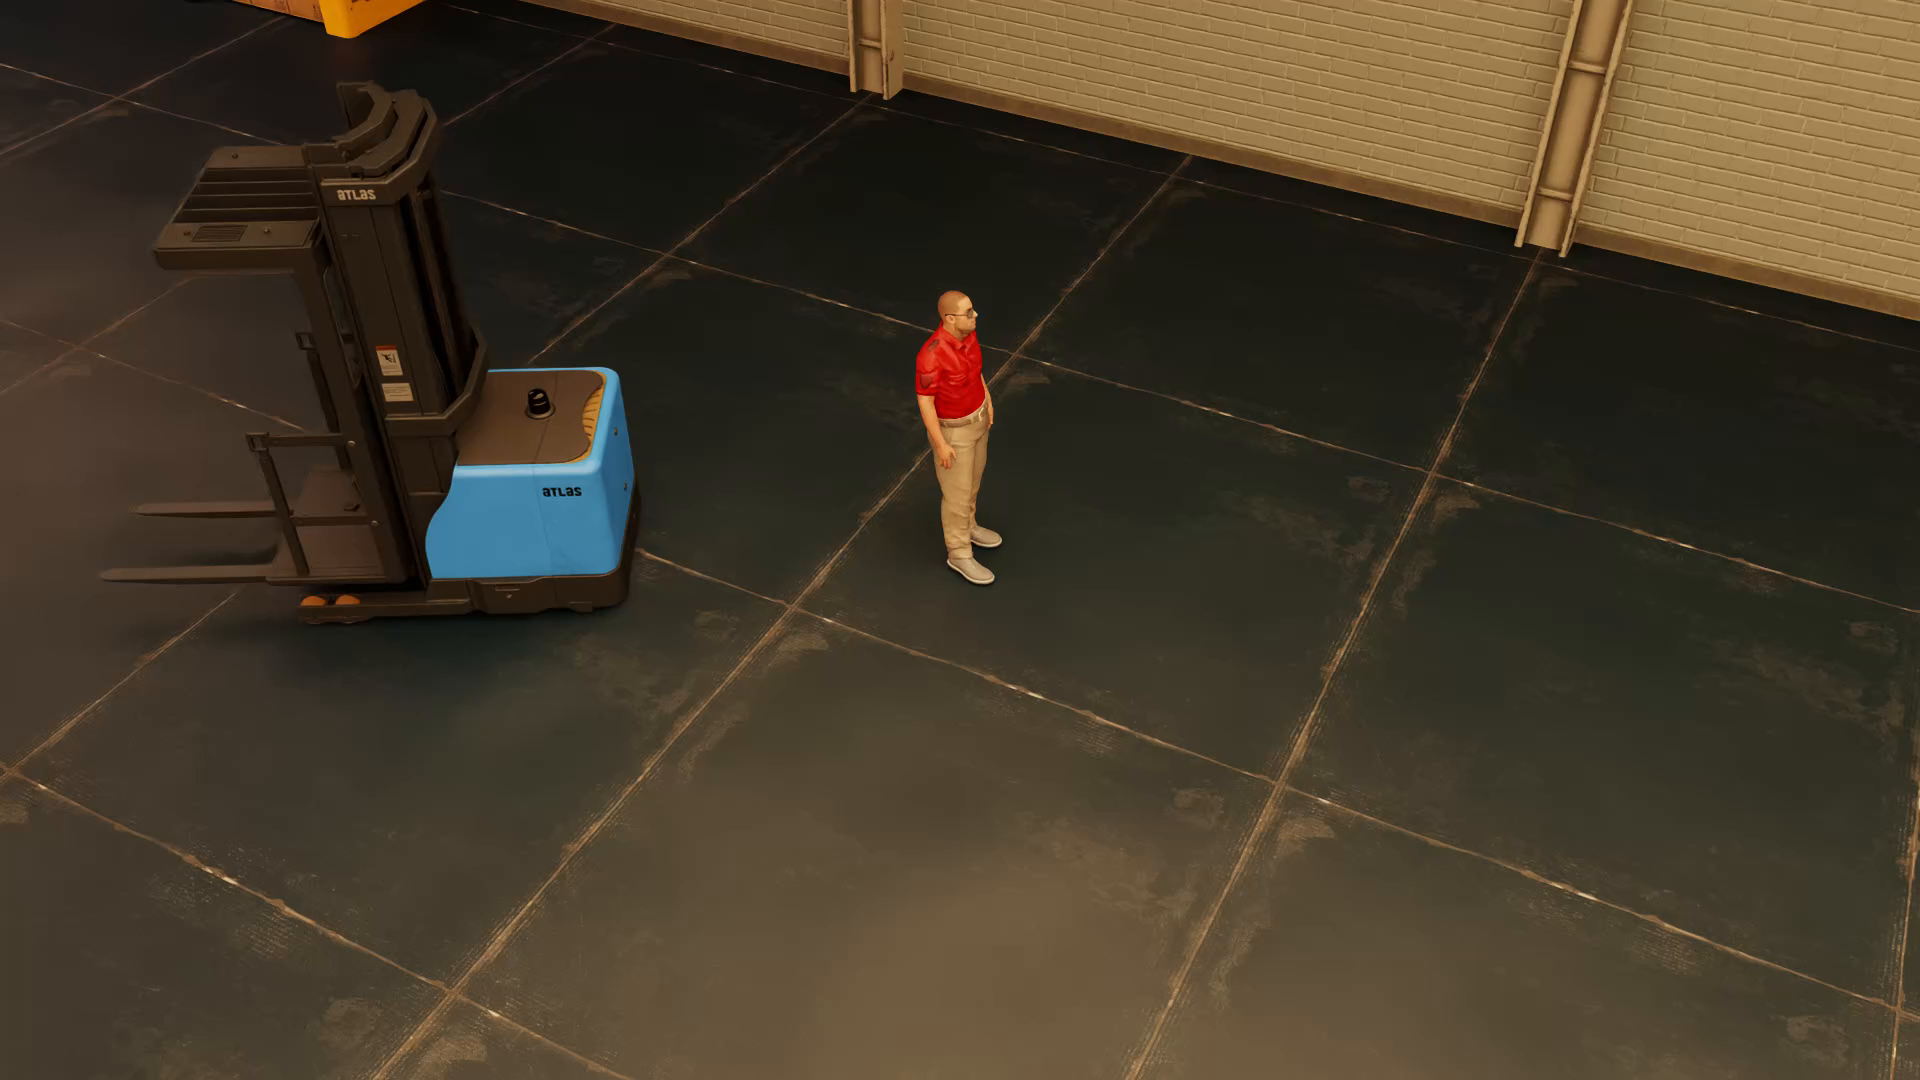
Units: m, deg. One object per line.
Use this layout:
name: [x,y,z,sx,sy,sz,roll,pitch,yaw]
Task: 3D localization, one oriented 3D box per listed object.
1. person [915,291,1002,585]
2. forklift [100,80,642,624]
person: [0.074,-0.633,9.661,0.551,1.727,0.640,18,43,21]
forklift: [-3.492,-0.979,9.149,3.031,2.935,1.130,-1,40,-2]
